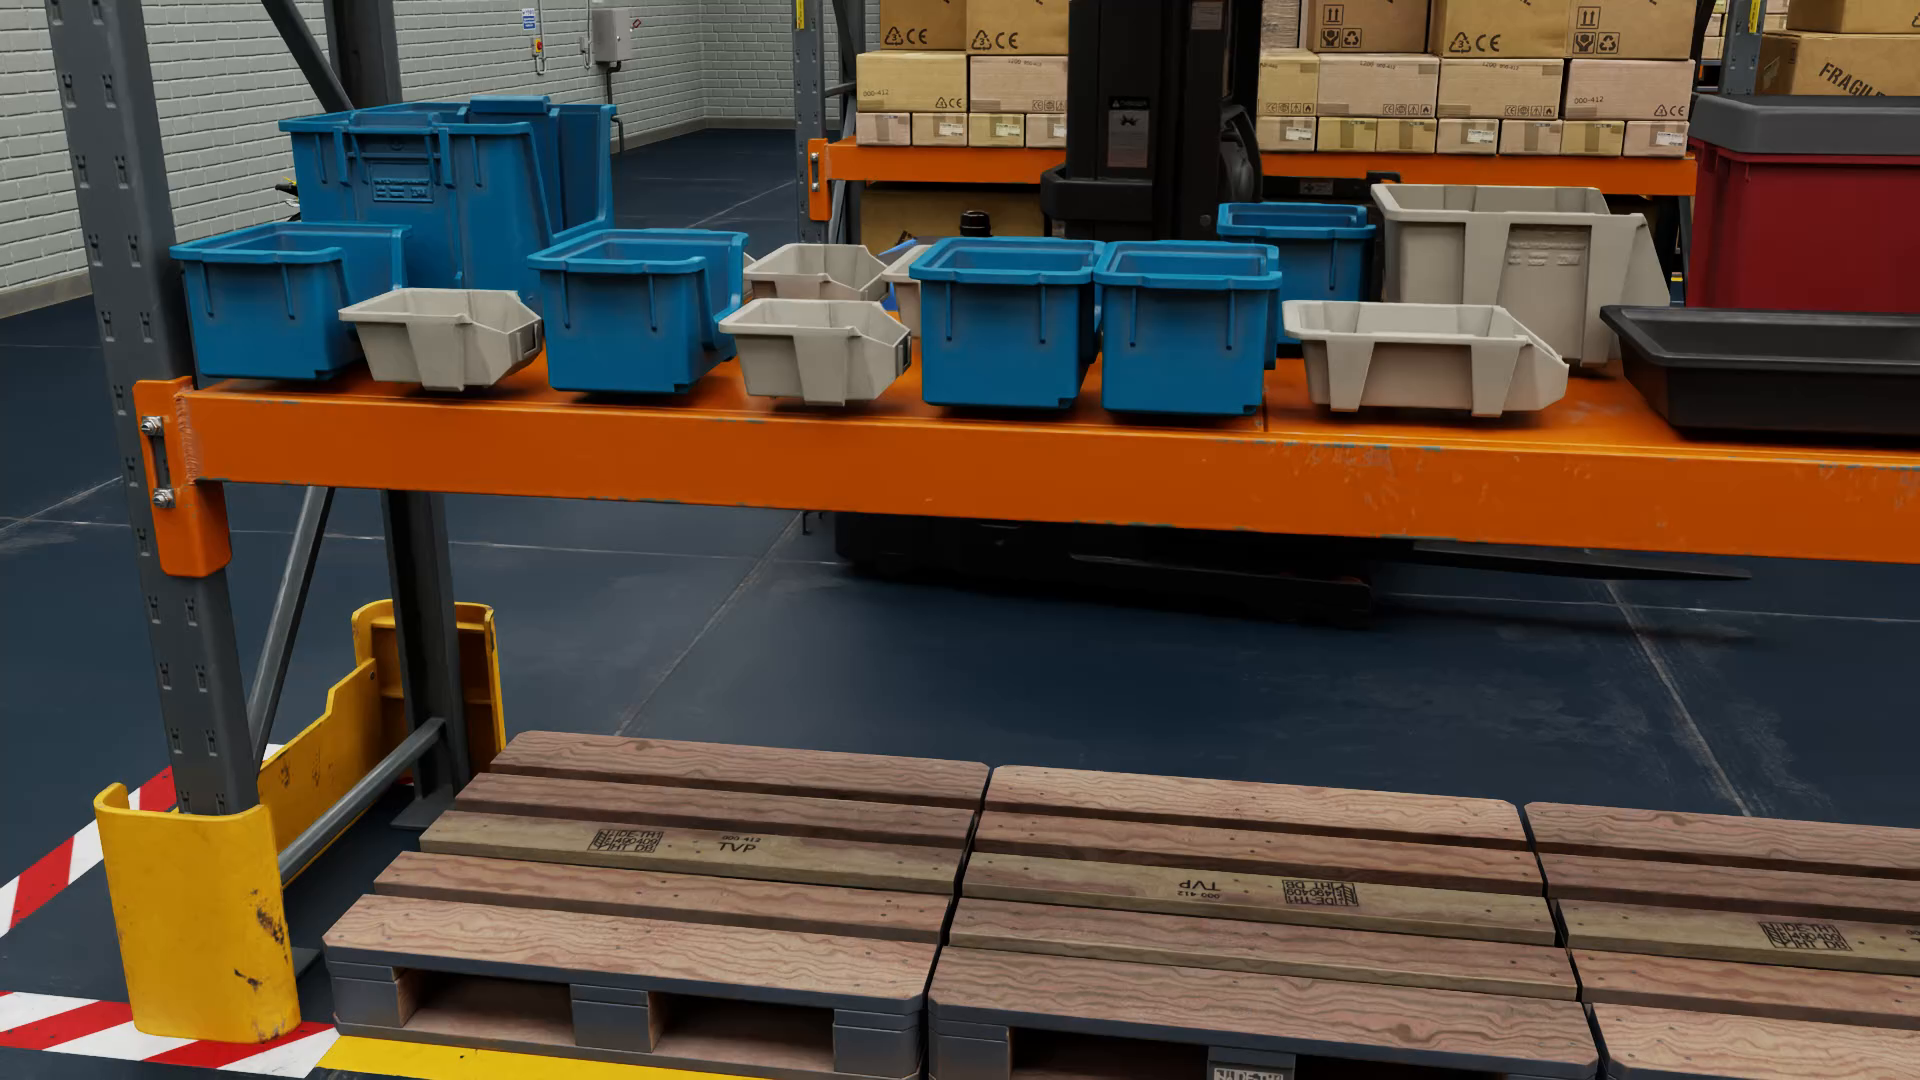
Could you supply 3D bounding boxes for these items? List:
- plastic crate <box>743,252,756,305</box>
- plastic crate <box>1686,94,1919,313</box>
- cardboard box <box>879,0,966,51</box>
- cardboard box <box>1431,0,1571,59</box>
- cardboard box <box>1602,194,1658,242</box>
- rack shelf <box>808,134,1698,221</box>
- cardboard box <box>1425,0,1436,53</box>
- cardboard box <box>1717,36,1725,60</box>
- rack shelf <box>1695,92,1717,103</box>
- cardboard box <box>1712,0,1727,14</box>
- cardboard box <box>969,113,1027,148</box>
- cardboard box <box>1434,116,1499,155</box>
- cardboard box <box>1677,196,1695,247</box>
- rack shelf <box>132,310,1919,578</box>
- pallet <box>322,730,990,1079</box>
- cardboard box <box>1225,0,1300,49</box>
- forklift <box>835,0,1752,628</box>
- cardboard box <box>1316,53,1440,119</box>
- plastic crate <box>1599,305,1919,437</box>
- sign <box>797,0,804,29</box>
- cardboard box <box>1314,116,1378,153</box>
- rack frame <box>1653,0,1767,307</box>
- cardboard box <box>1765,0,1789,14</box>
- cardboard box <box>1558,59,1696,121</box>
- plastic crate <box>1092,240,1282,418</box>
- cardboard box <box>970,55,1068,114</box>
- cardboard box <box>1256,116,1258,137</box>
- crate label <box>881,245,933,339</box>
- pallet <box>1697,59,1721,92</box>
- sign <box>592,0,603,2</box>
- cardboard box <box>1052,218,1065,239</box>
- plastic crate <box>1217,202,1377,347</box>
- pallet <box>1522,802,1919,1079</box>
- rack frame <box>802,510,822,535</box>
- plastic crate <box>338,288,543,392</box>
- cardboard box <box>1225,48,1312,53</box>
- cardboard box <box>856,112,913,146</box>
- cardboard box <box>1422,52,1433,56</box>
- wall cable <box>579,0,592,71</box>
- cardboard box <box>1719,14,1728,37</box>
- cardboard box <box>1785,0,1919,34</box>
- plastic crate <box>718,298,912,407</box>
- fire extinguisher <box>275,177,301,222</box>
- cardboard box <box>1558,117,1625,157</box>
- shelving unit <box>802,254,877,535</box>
[{"bbox_3d":[-0.569,-0.530,3.480,0.243,0.136,0.396,3,19,9],"label":"plastic crate"},{"bbox_3d":[1.705,-0.592,3.149,0.583,0.464,0.402,3,19,9],"label":"plastic crate"},{"bbox_3d":[-0.094,-2.646,8.069,0.500,0.500,0.500,3,19,9],"label":"cardboard box"},{"bbox_3d":[2.342,-2.353,7.193,0.500,0.500,0.500,3,19,9],"label":"cardboard box"},{"bbox_3d":[2.693,-1.211,7.882,0.875,0.875,0.875,3,19,9],"label":"cardboard box"},{"bbox_3d":[1.358,-1.721,7.852,4.000,0.370,1.077,3,19,9],"label":"rack shelf"},{"bbox_3d":[2.415,-2.518,7.687,0.500,0.500,0.500,3,19,9],"label":"cardboard box"},{"bbox_3d":[5.304,-3.387,11.433,0.250,0.149,0.380,3,19,9],"label":"cardboard box"},{"bbox_3d":[6.194,-3.068,11.879,4.000,0.370,1.077,3,19,9],"label":"rack shelf"},{"bbox_3d":[5.064,-3.682,11.378,0.250,0.149,0.380,3,19,9],"label":"cardboard box"},{"bbox_3d":[0.188,-1.897,7.641,0.250,0.149,0.380,2,19,7],"label":"cardboard box"},{"bbox_3d":[2.218,-1.794,7.332,0.250,0.149,0.380,3,19,10],"label":"cardboard box"},{"bbox_3d":[5.429,-2.377,11.959,0.500,0.500,0.500,4,19,11],"label":"cardboard box"},{"bbox_3d":[0.572,-0.169,3.215,4.000,0.370,1.077,3,19,9],"label":"rack shelf"},{"bbox_3d":[-0.594,0.765,3.683,1.213,0.211,1.003,3,19,9],"label":"pallet"},{"bbox_3d":[2.187,-3.719,12.065,0.500,0.500,0.500,2,19,7],"label":"cardboard box"},{"bbox_3d":[1.129,-1.290,5.540,3.031,2.935,1.130,5,19,15],"label":"forklift"},{"bbox_3d":[1.840,-2.022,7.387,0.500,0.250,0.500,3,19,10],"label":"cardboard box"},{"bbox_3d":[1.399,-0.280,2.751,0.590,0.125,0.437,3,19,9],"label":"plastic crate"},{"bbox_3d":[-0.711,-2.437,7.370,0.005,0.325,0.100,3,19,9],"label":"sign"},{"bbox_3d":[1.711,-1.819,7.409,0.250,0.149,0.380,3,19,8],"label":"cardboard box"},{"bbox_3d":[3.332,-1.961,7.437,0.127,3.000,1.000,3,19,9],"label":"rack frame"},{"bbox_3d":[5.563,-3.656,11.300,0.250,0.149,0.380,3,19,8],"label":"cardboard box"},{"bbox_3d":[2.855,-1.971,7.234,0.500,0.250,0.500,3,19,8],"label":"cardboard box"},{"bbox_3d":[0.385,-0.363,2.830,0.300,0.233,0.416,3,19,9],"label":"plastic crate"},{"bbox_3d":[0.328,-2.100,7.618,0.500,0.250,0.500,3,19,8],"label":"cardboard box"},{"bbox_3d":[1.554,-2.039,8.066,0.250,0.149,0.380,2,19,7],"label":"cardboard box"},{"bbox_3d":[-0.006,-0.504,3.404,0.243,0.136,0.396,3,19,9],"label":"crate label"},{"bbox_3d":[4.950,-3.335,11.845,1.213,0.211,1.003,3,19,9],"label":"pallet"},{"bbox_3d":[-4.352,-6.579,19.937,0.001,0.242,0.339,3,19,9],"label":"sign"},{"bbox_3d":[0.926,-1.301,8.151,0.875,0.875,0.875,3,19,9],"label":"cardboard box"},{"bbox_3d":[0.666,-0.537,3.349,0.300,0.233,0.416,3,19,9],"label":"plastic crate"},{"bbox_3d":[1.815,0.888,3.316,1.213,0.211,1.003,3,19,9],"label":"pallet"},{"bbox_3d":[-0.572,-0.549,6.288,0.008,1.050,0.200,5,19,15],"label":"rack frame"},{"bbox_3d":[-0.907,-0.357,2.962,0.298,0.136,0.250,3,19,9],"label":"plastic crate"},{"bbox_3d":[1.422,-2.215,7.963,0.500,0.250,0.500,3,19,9],"label":"cardboard box"},{"bbox_3d":[-0.319,-1.922,7.716,0.250,0.149,0.380,3,19,9],"label":"cardboard box"},{"bbox_3d":[2.420,-2.163,7.809,0.500,0.250,0.500,3,19,8],"label":"cardboard box"},{"bbox_3d":[-4.403,-6.470,19.312,0.122,1.984,0.588,3,19,9],"label":"wall cable"},{"bbox_3d":[5.303,-3.529,11.388,0.250,0.149,0.380,2,19,6],"label":"cardboard box"},{"bbox_3d":[3.964,-2.455,7.174,0.637,0.503,0.797,2,19,7],"label":"cardboard box"},{"bbox_3d":[-0.238,-0.322,2.860,0.298,0.136,0.250,3,19,9],"label":"plastic crate"},{"bbox_3d":[-1.479,-0.547,3.921,0.183,0.674,0.296,3,19,9],"label":"fire extinguisher"},{"bbox_3d":[2.725,-1.768,7.255,0.250,0.149,0.380,3,19,10],"label":"cardboard box"},{"bbox_3d":[-0.455,-0.538,6.257,0.252,1.050,0.215,5,19,15],"label":"shelving unit"}]
